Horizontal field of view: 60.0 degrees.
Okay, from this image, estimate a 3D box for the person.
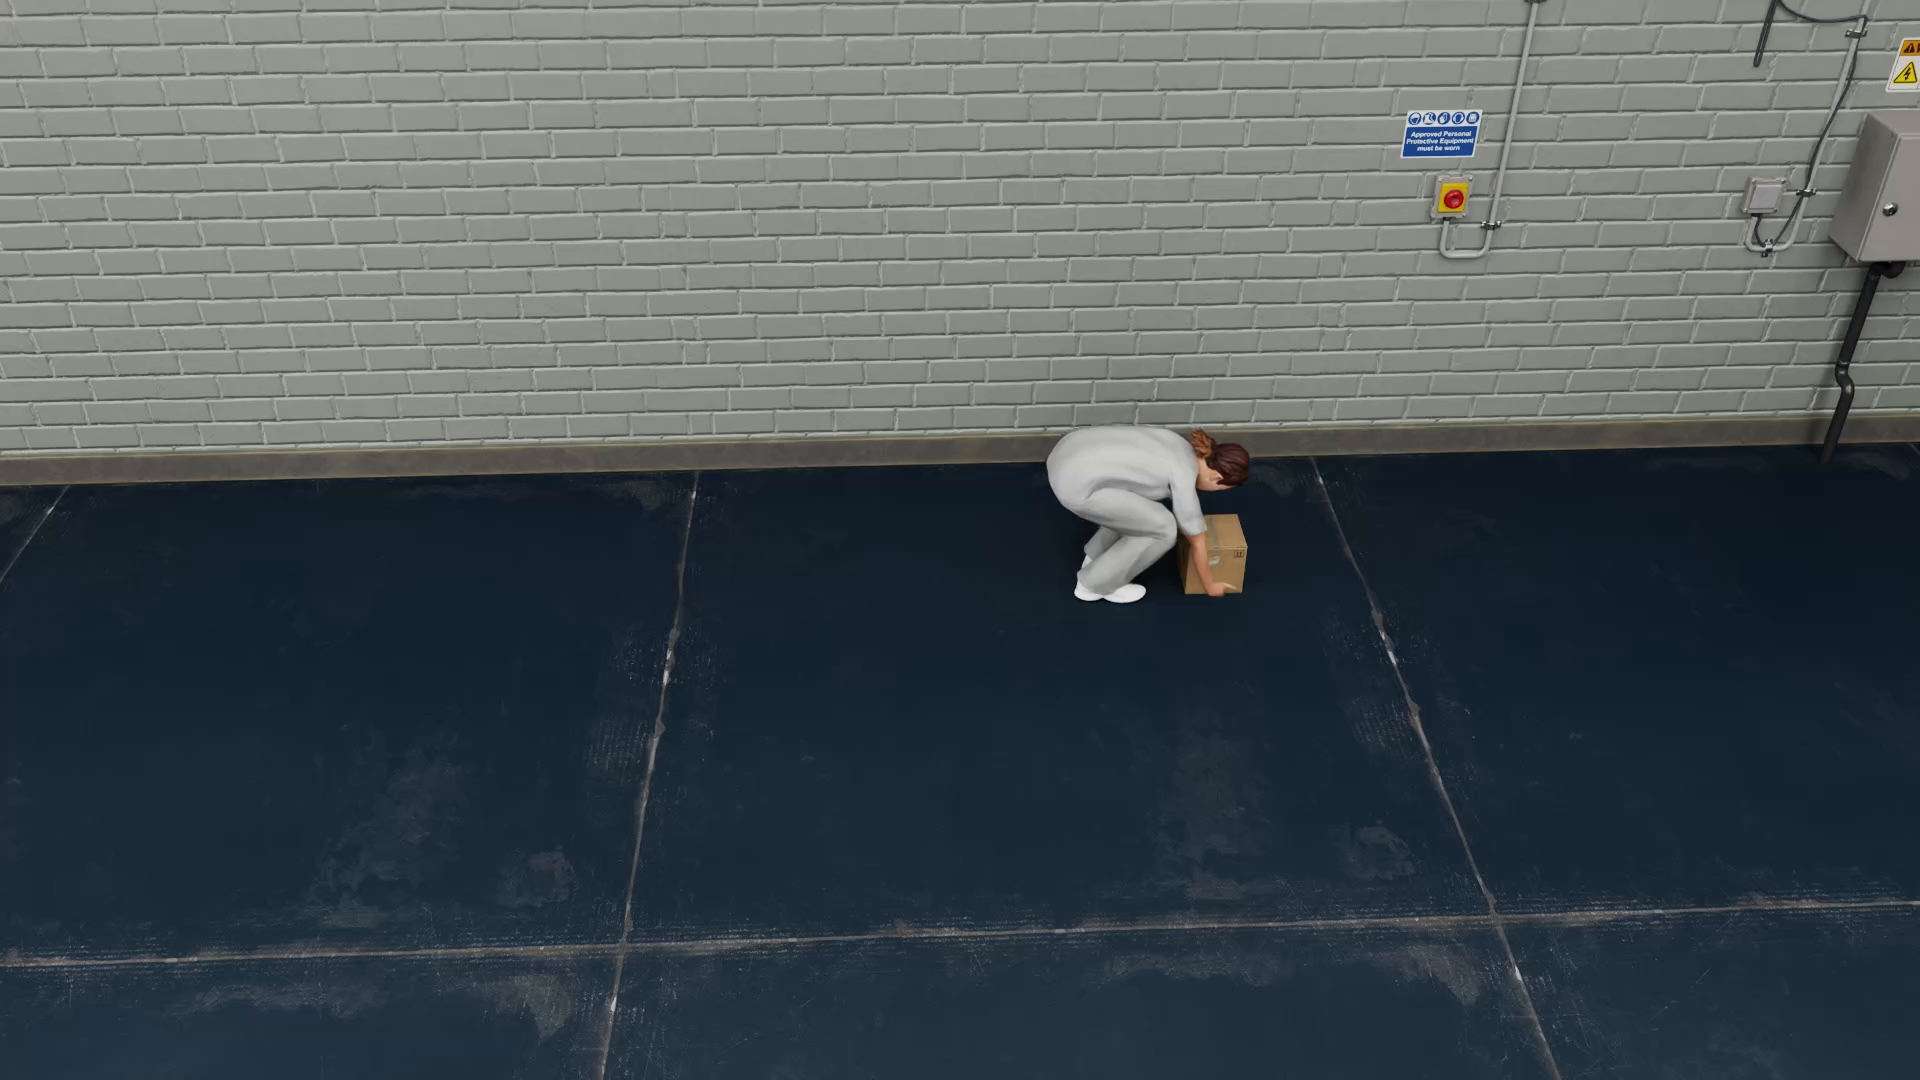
[{"bbox_3d":[0.798,-0.116,7.137,0.866,0.766,0.456,-3,35,-4],"label":"person"}]
